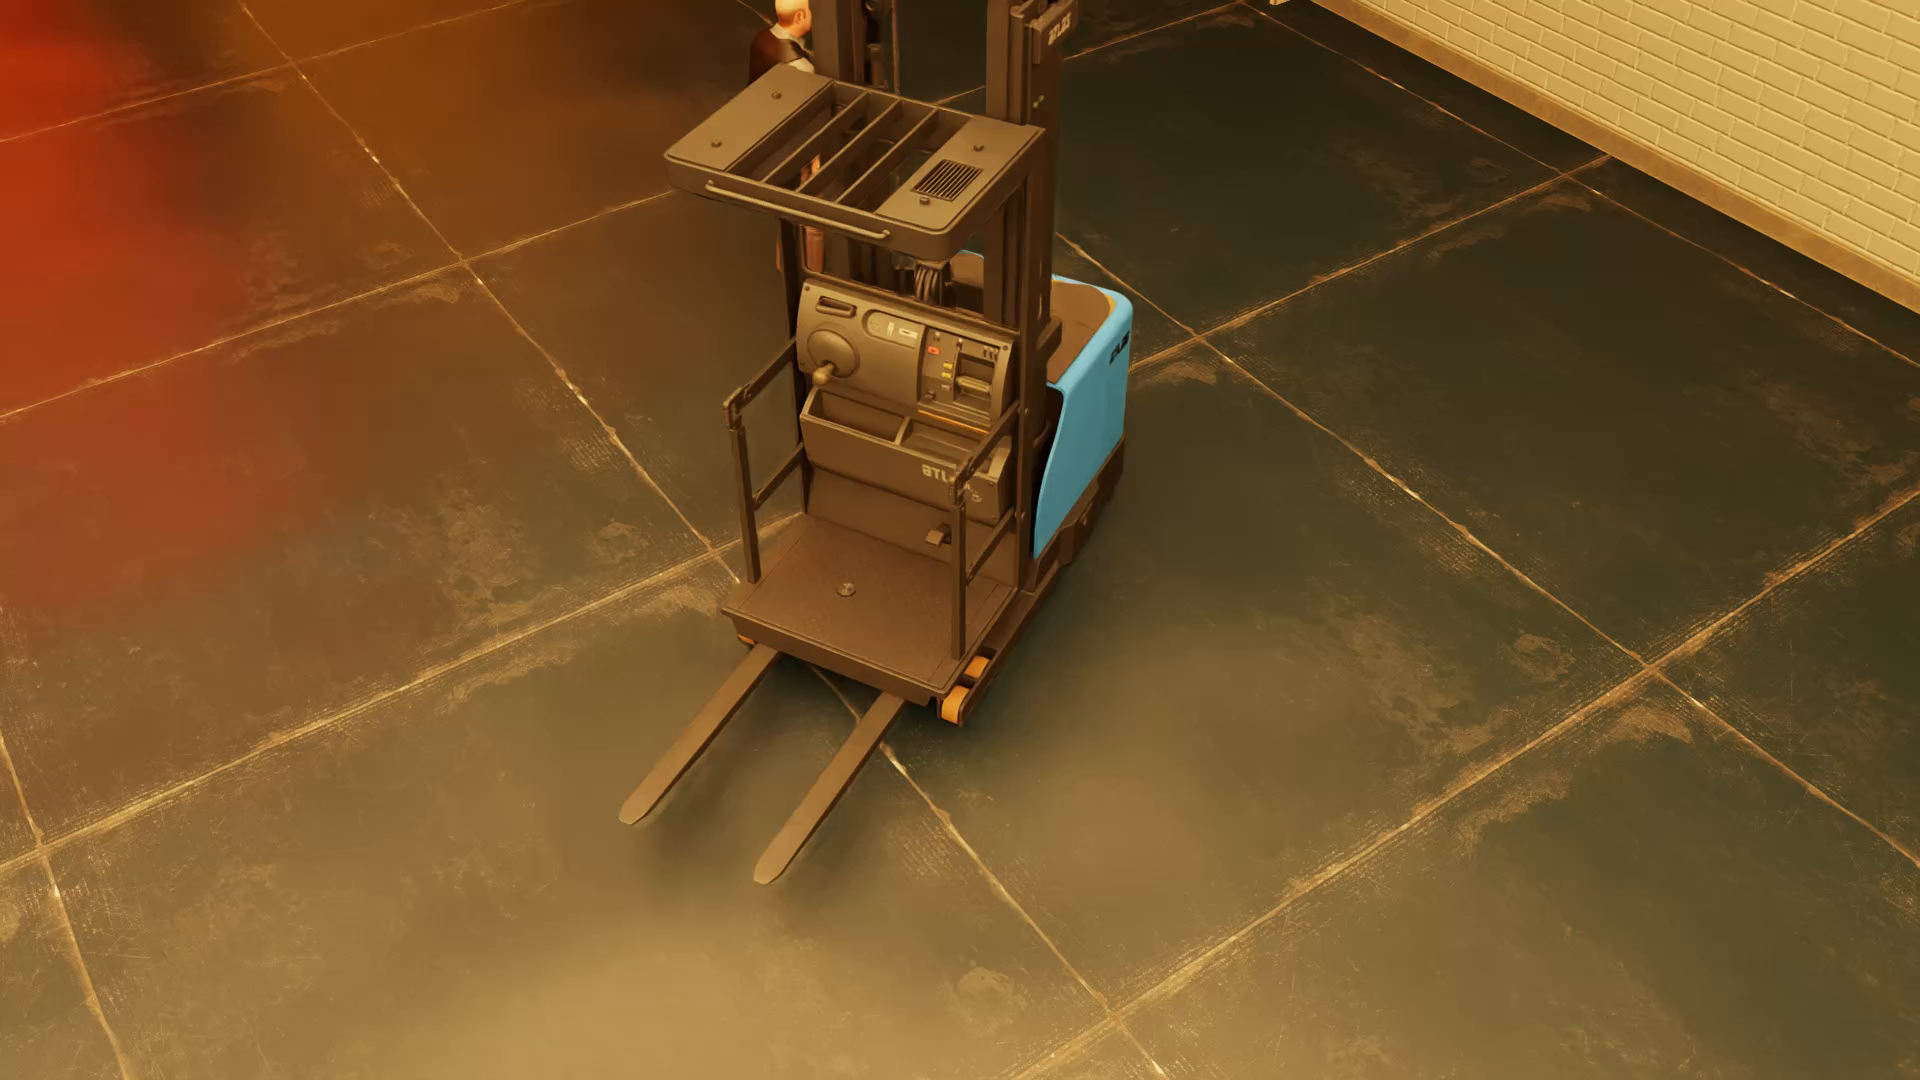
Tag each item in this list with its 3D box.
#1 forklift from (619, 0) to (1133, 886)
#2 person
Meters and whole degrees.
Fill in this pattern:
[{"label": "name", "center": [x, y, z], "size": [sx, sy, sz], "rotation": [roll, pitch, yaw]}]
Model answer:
[{"label": "forklift", "center": [-0.325, -0.650, 6.420], "size": [1.130, 2.935, 3.031], "rotation": [19, 46, 20]}, {"label": "person", "center": [-0.901, -2.104, 8.894], "size": [0.421, 1.718, 0.589], "rotation": [-18, 46, -19]}]
